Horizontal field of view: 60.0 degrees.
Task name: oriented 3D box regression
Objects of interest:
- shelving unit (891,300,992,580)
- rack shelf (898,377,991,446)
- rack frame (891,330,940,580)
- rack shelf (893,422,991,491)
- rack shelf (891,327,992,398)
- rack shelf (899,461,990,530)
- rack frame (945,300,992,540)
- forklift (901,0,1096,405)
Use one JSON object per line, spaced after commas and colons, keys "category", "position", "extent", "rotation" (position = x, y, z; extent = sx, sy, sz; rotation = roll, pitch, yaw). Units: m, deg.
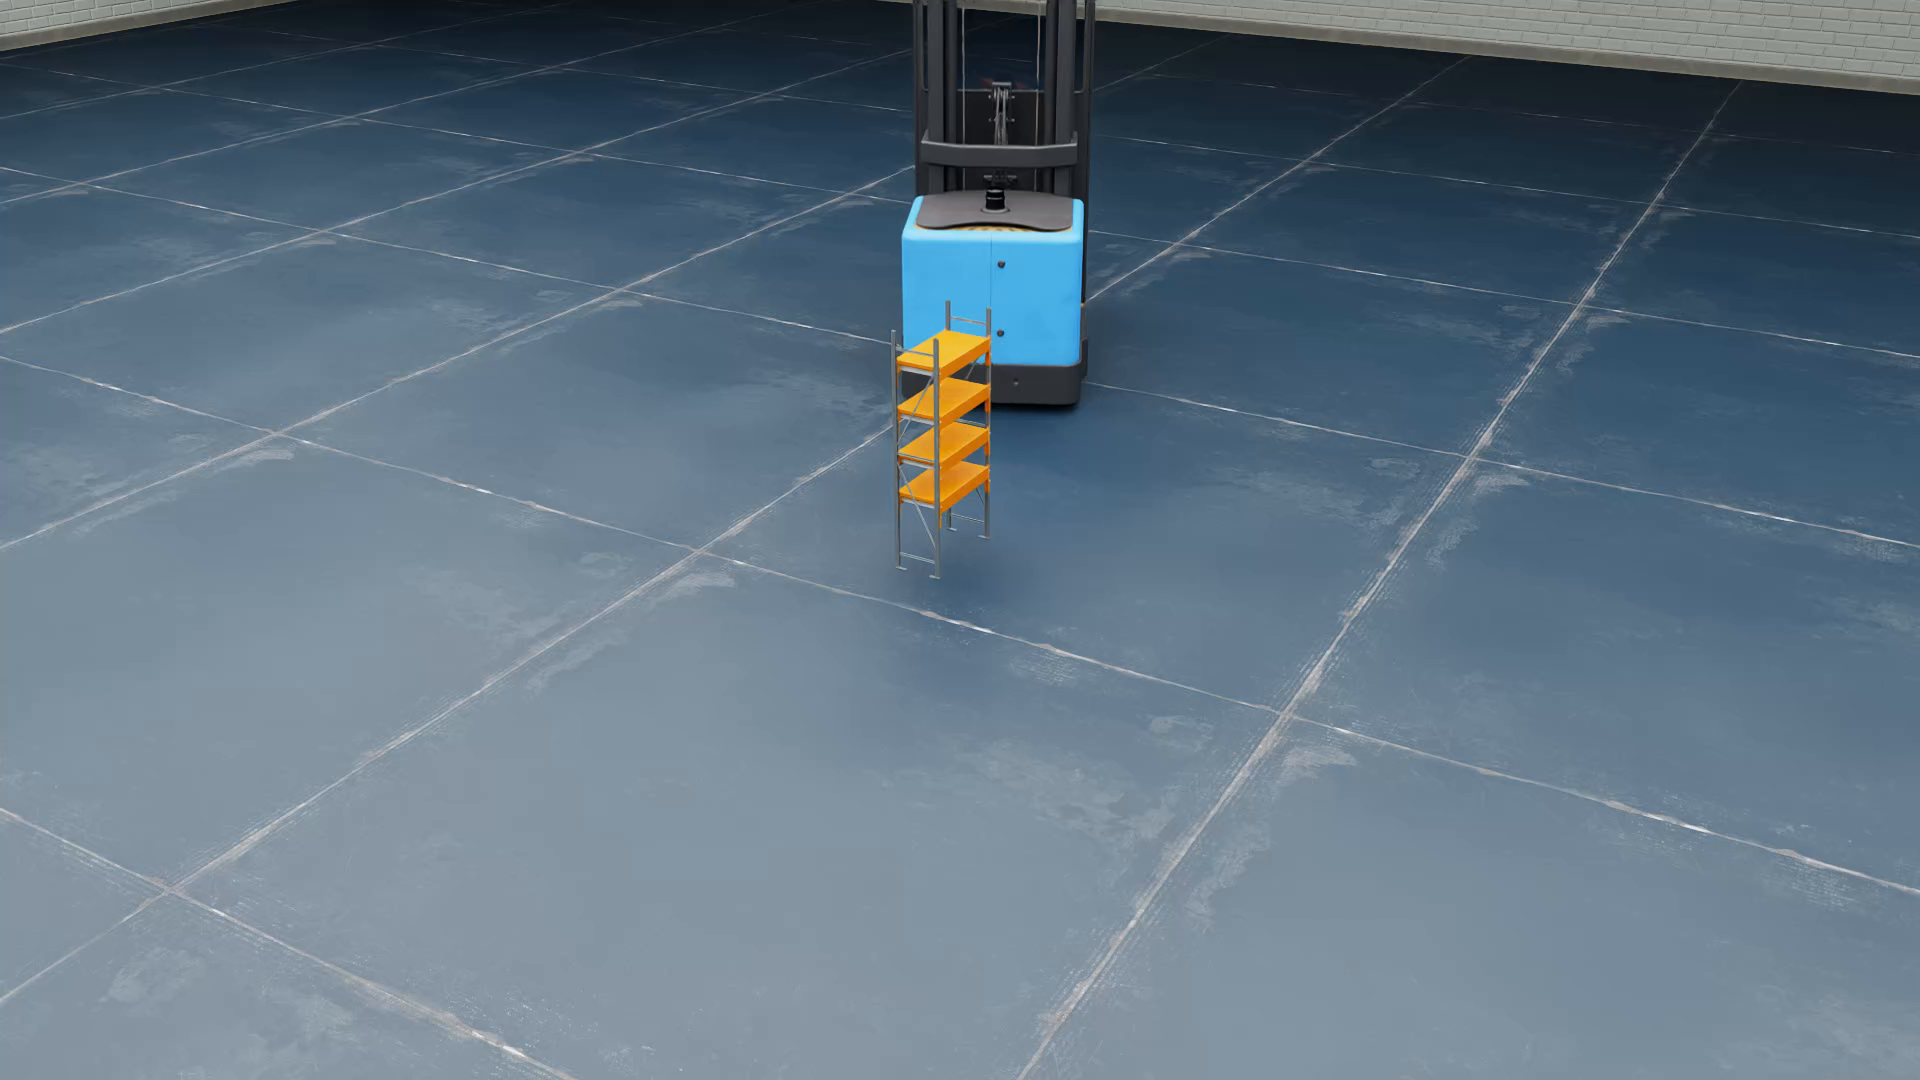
{"category": "shelving unit", "position": [-0.081, -0.472, 7.853], "extent": [0.258, 1.200, 0.503], "rotation": [14, 30, 26]}
{"category": "rack shelf", "position": [-0.081, -0.612, 7.783], "extent": [0.258, 0.148, 0.480], "rotation": [14, 30, 26]}
{"category": "rack frame", "position": [-0.201, -0.377, 7.663], "extent": [0.240, 1.200, 0.015], "rotation": [14, 30, 26]}
{"category": "rack shelf", "position": [-0.081, -0.412, 7.883], "extent": [0.258, 0.148, 0.480], "rotation": [14, 30, 26]}
{"category": "rack shelf", "position": [-0.081, -0.823, 7.677], "extent": [0.258, 0.148, 0.480], "rotation": [14, 30, 26]}
{"category": "rack shelf", "position": [-0.081, -0.234, 7.972], "extent": [0.258, 0.148, 0.480], "rotation": [14, 30, 26]}
{"category": "rack frame", "position": [0.039, -0.567, 8.043], "extent": [0.240, 1.200, 0.015], "rotation": [14, 30, 26]}
{"category": "forklift", "position": [0.282, -2.721, 10.412], "extent": [1.130, 2.935, 3.031], "rotation": [2, 27, 4]}
